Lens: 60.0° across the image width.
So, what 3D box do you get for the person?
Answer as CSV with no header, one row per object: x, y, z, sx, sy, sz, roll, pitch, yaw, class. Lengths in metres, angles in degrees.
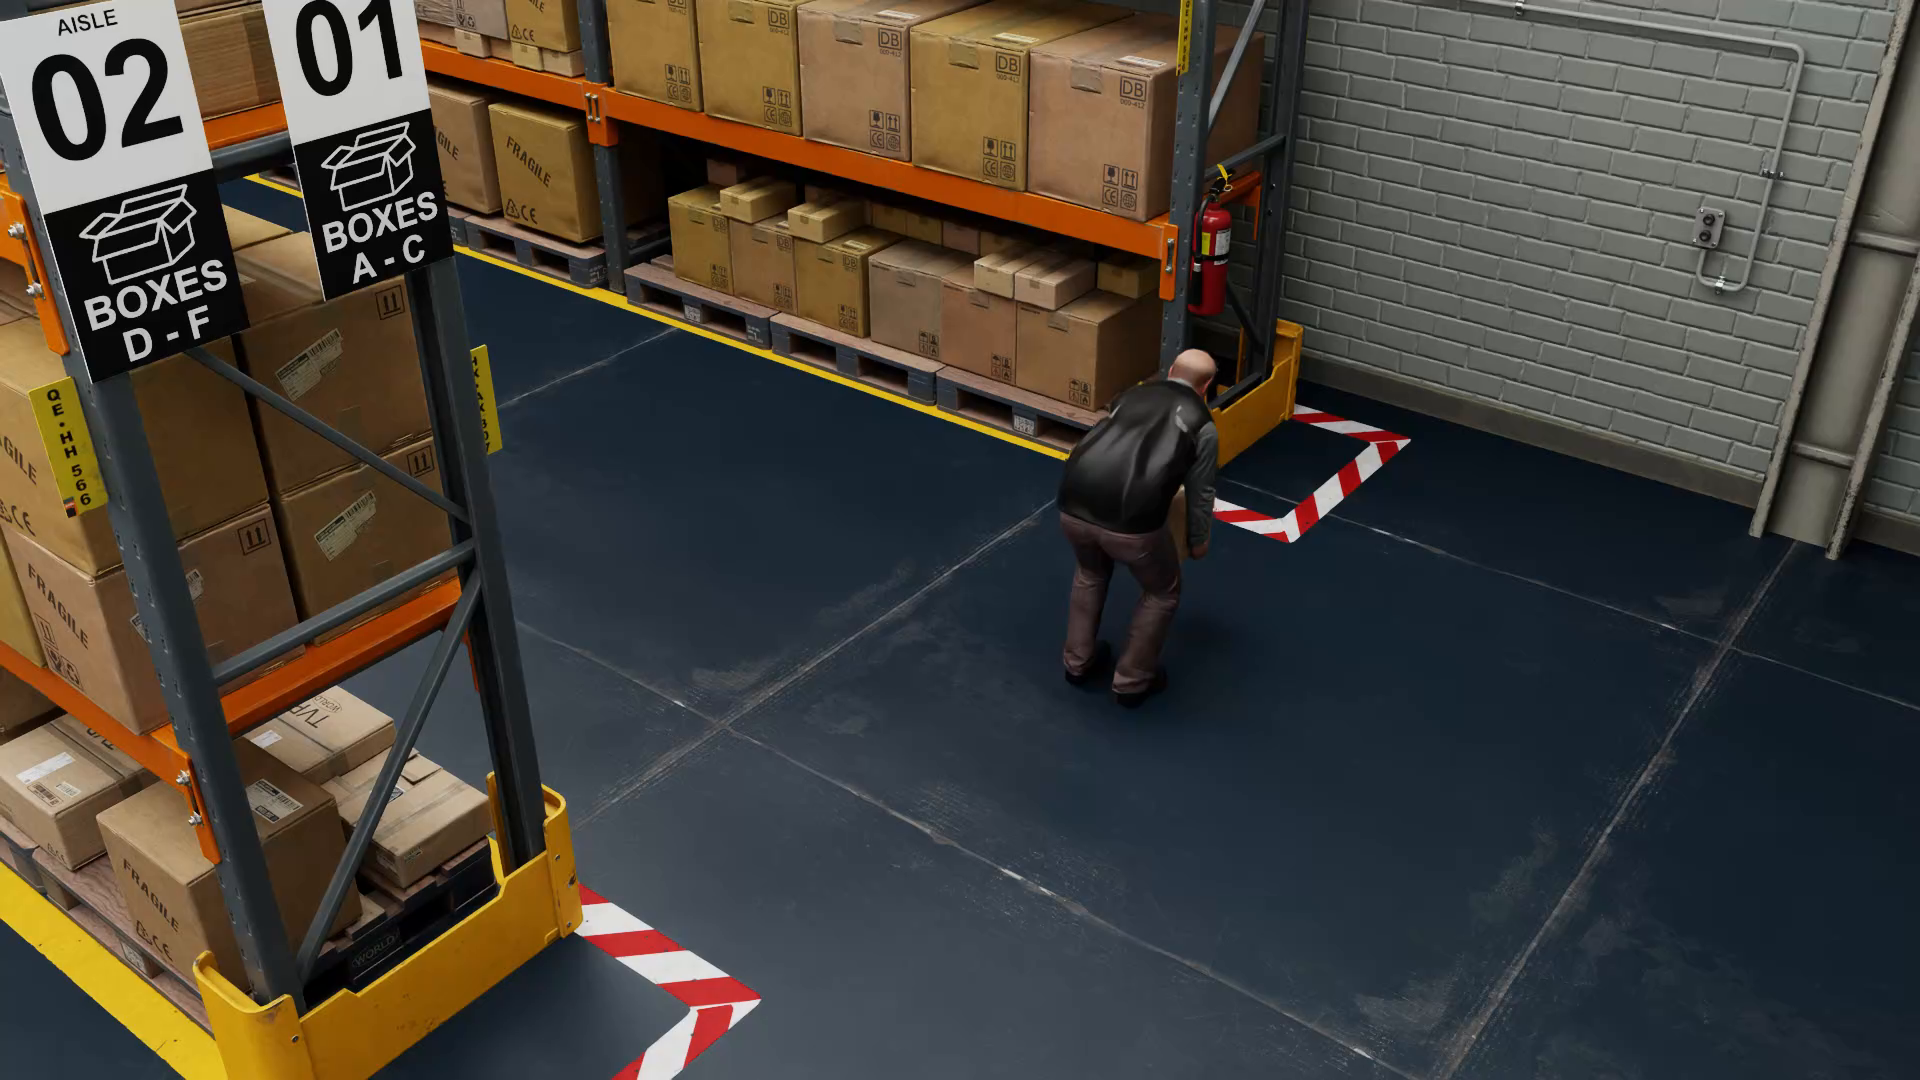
0.741,-0.051,6.687,0.476,1.270,0.909,20,36,30,person
